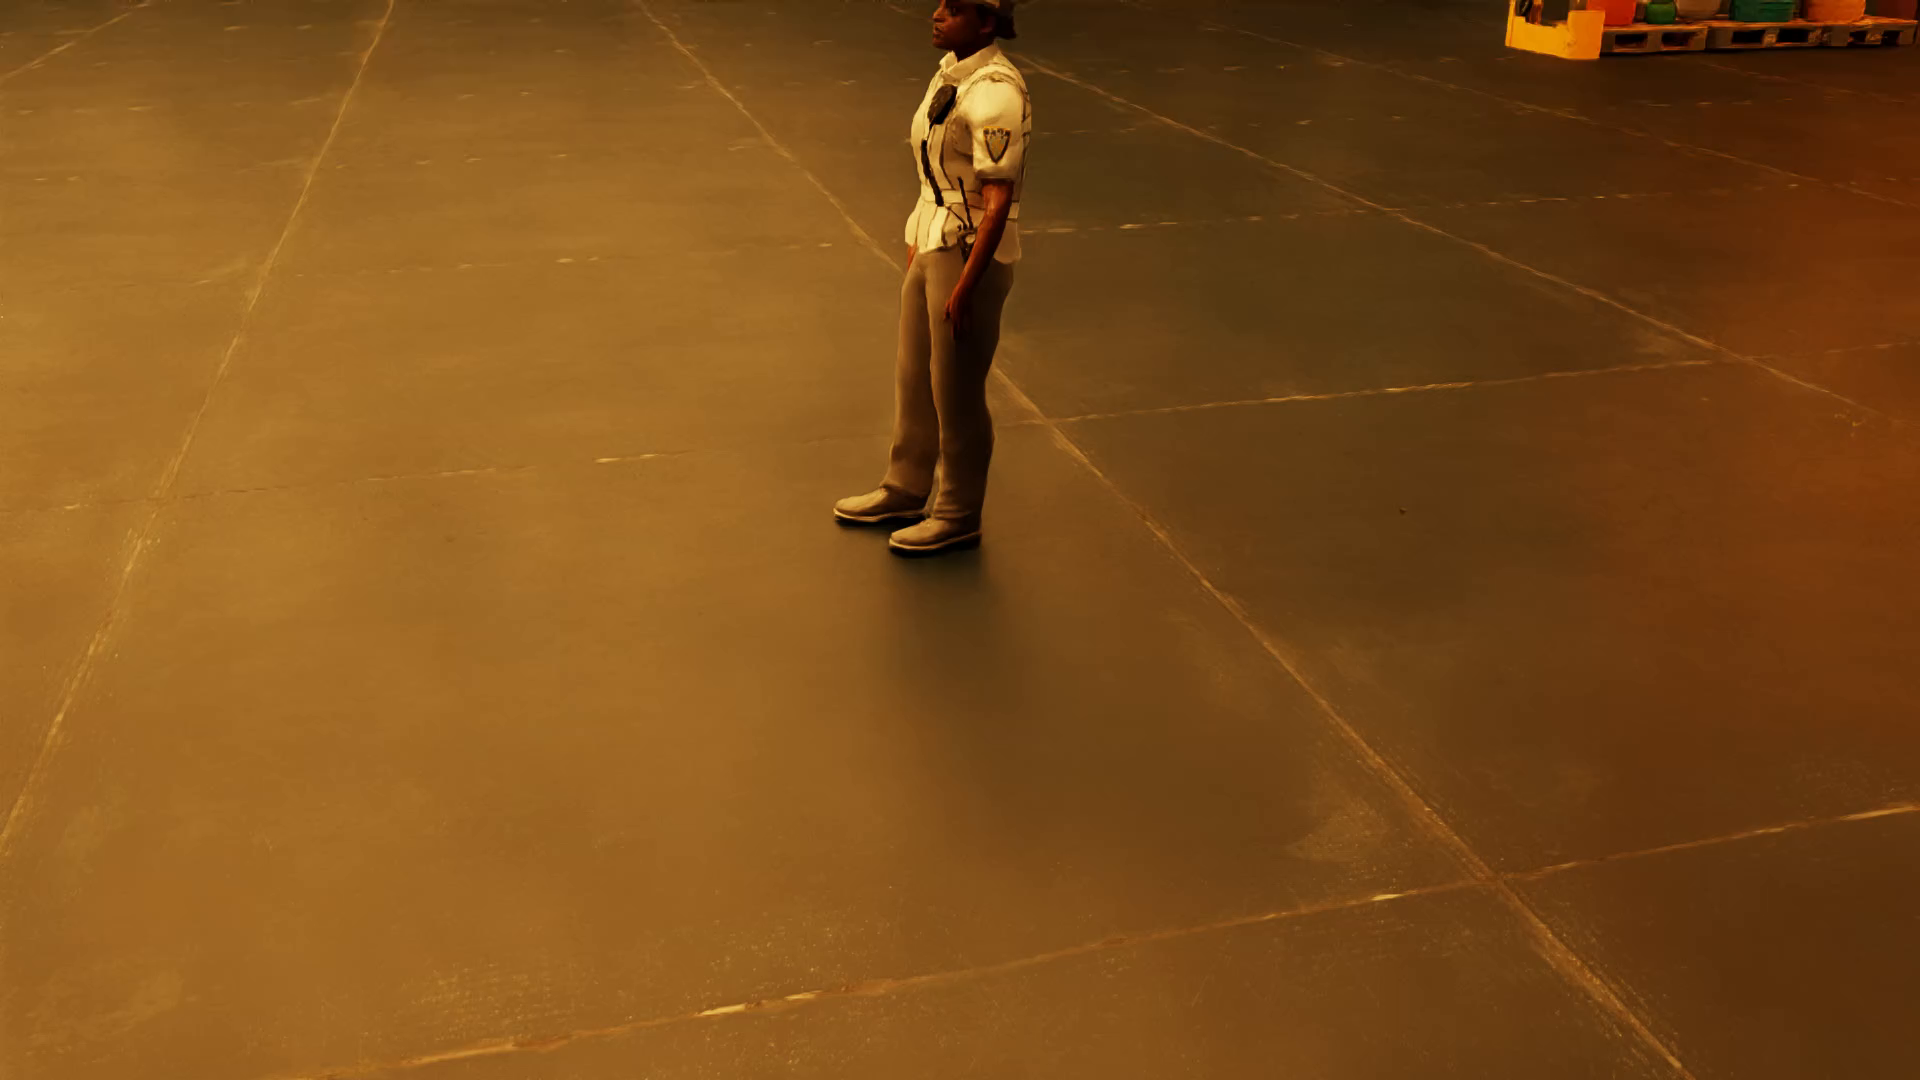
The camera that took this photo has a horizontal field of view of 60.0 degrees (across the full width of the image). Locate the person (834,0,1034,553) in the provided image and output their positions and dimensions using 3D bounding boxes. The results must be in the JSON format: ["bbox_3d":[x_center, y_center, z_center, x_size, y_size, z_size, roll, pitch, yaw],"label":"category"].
[{"bbox_3d":[-0.077,-0.785,4.718,0.529,1.693,0.570,-6,24,-14],"label":"person"}]
